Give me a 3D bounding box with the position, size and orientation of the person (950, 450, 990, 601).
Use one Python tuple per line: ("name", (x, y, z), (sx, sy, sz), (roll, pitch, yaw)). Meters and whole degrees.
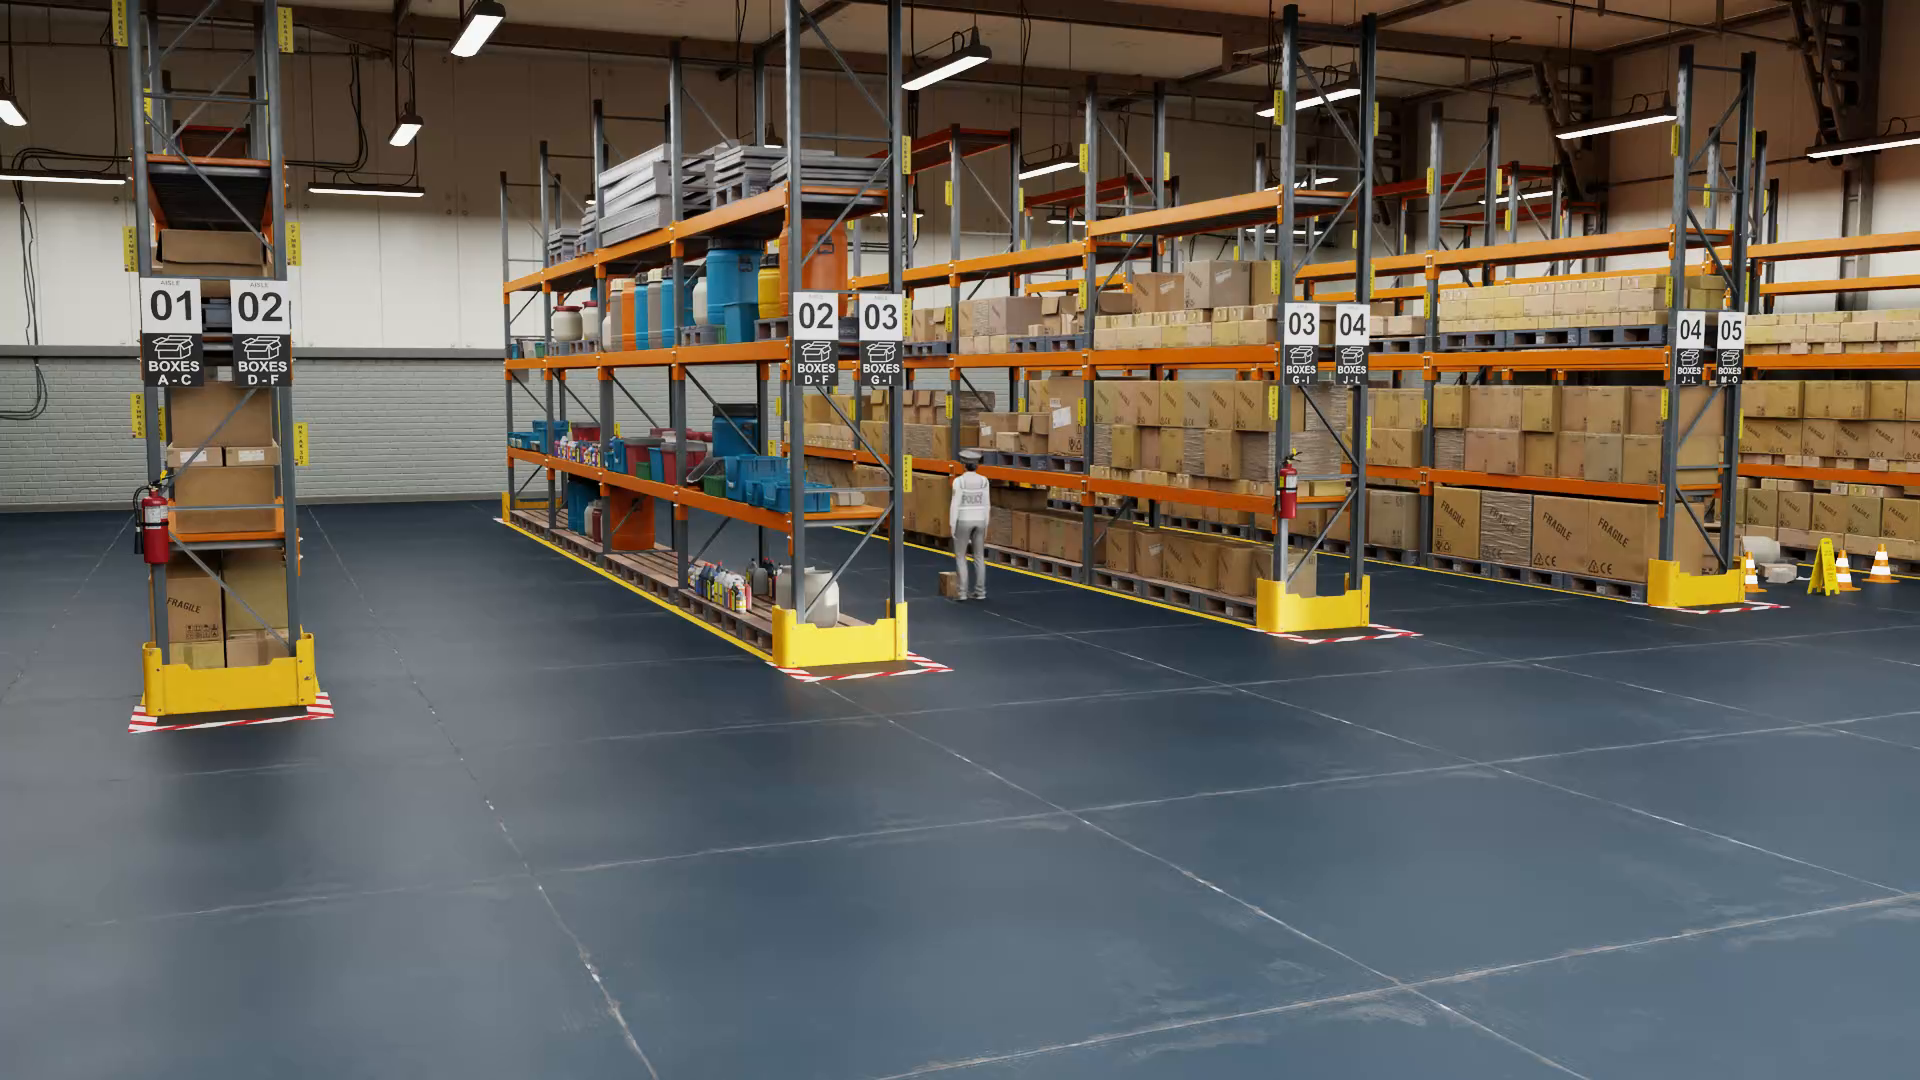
("person", (0.100, -0.149, 18.623), (0.472, 1.712, 0.330), (-2, 6, -23))
